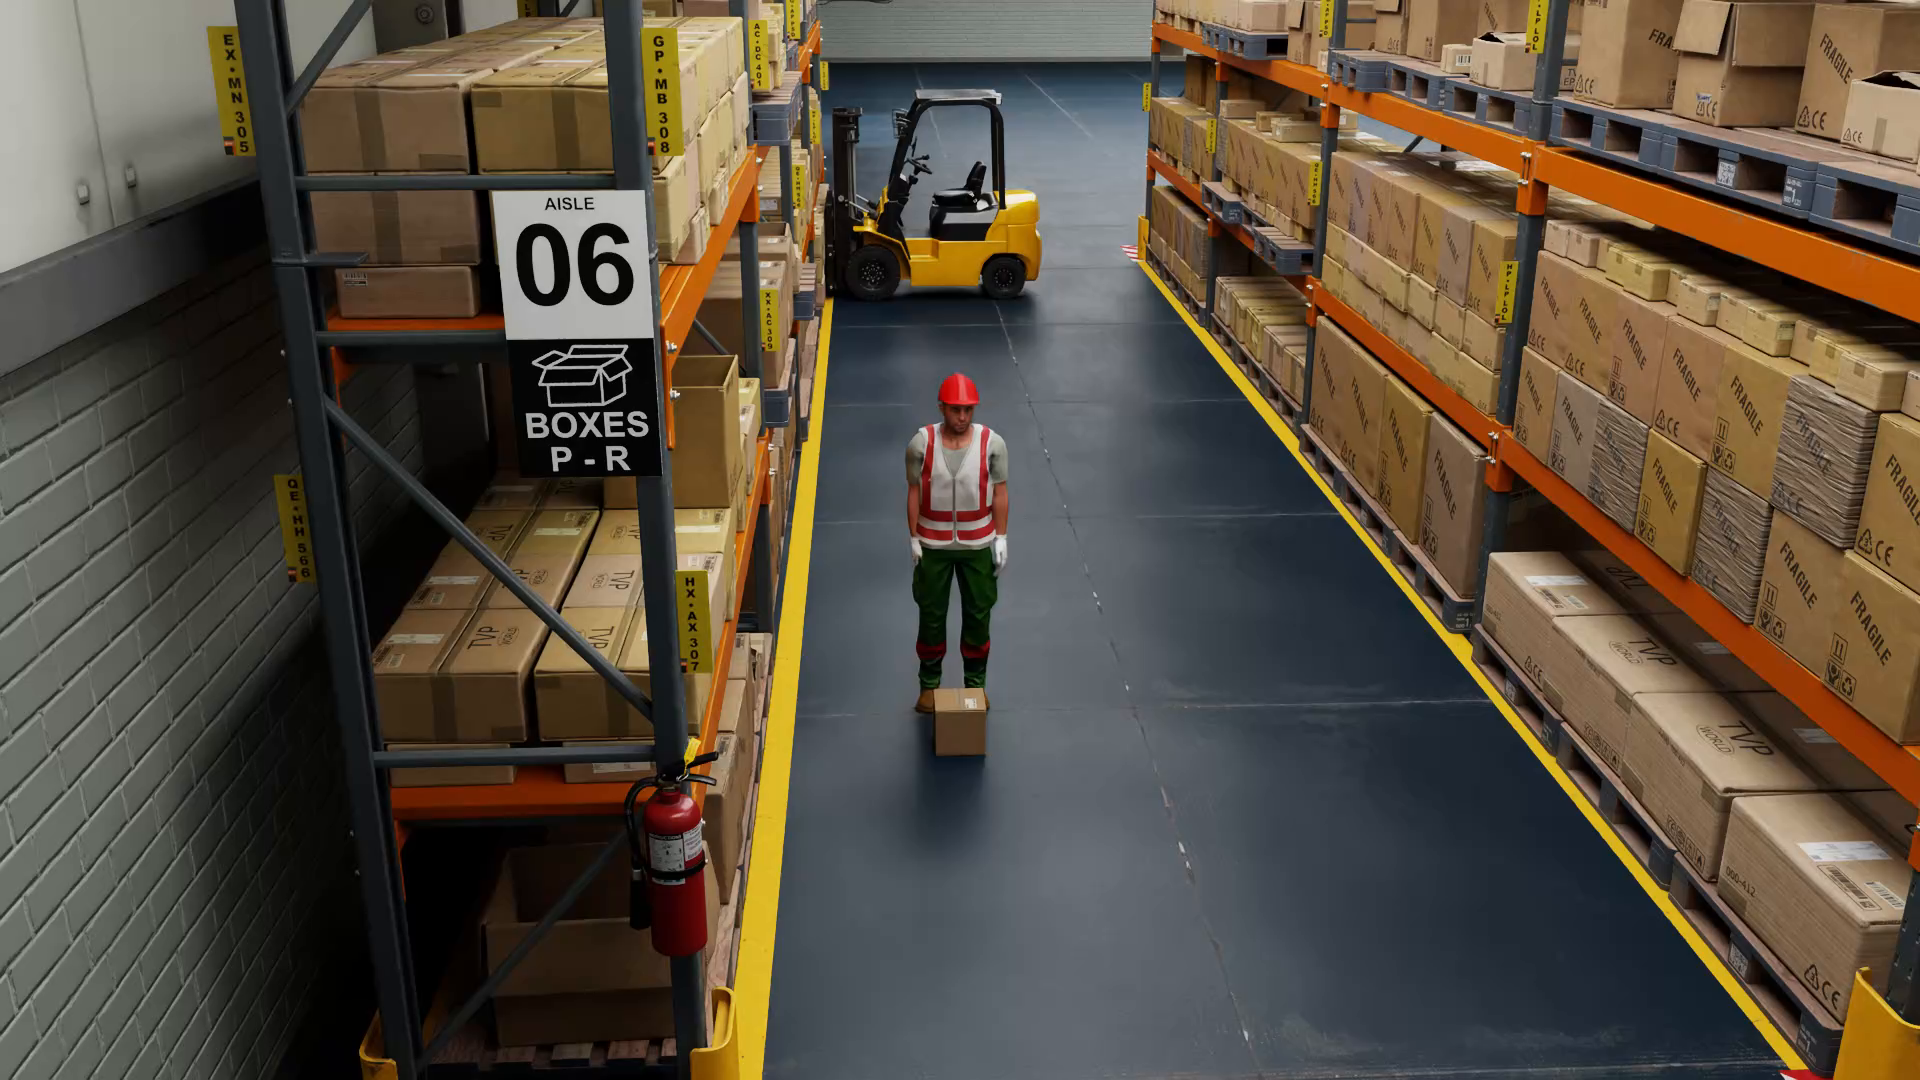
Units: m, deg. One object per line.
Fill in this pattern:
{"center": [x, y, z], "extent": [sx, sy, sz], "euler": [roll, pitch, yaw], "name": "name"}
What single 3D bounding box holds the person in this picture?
{"center": [-0.013, 0.020, 8.497], "extent": [0.526, 1.784, 0.339], "euler": [-1, 20, -2], "name": "person"}
